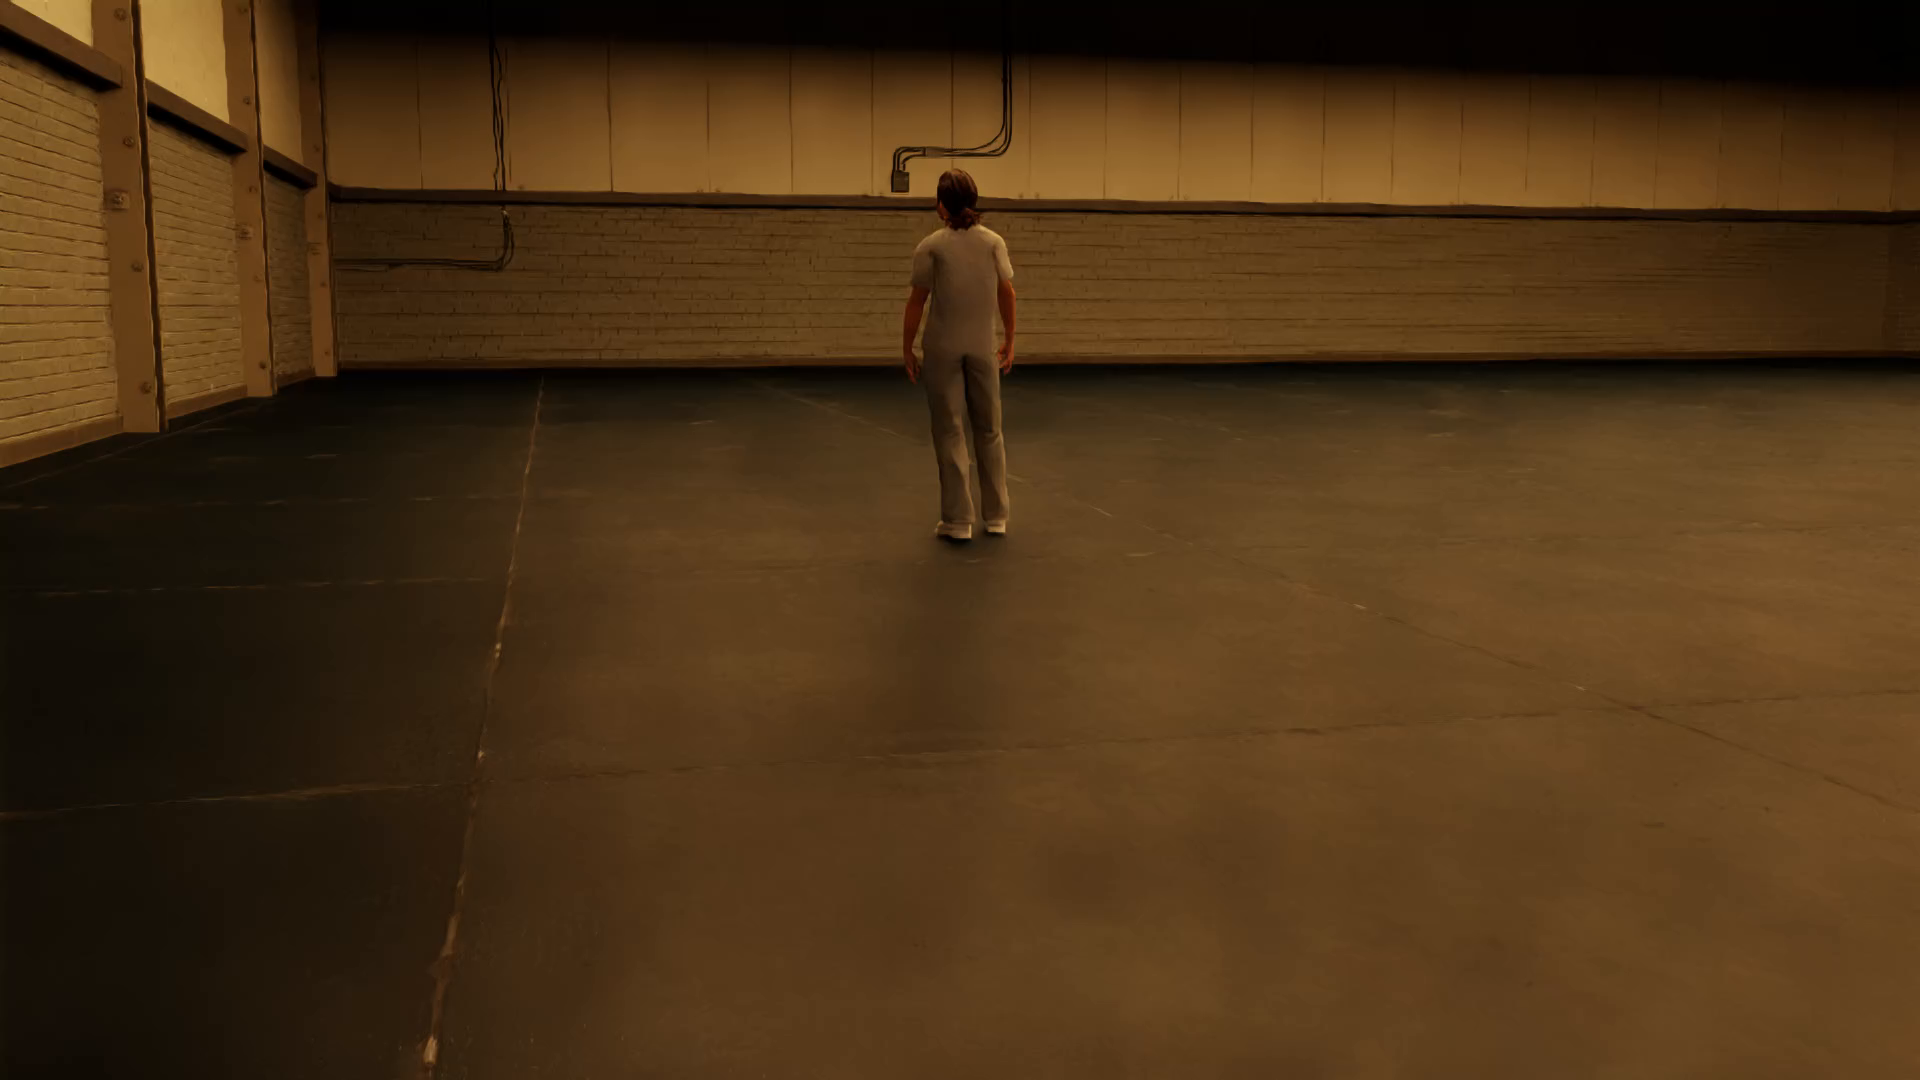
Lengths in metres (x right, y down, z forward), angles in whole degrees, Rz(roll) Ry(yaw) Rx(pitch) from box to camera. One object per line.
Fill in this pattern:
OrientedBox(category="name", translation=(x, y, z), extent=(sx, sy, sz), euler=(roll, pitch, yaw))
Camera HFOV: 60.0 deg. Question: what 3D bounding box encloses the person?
OrientedBox(category="person", translation=(-0.004, -0.847, 7.664), extent=(0.550, 1.674, 0.548), euler=(-2, 8, -13))
